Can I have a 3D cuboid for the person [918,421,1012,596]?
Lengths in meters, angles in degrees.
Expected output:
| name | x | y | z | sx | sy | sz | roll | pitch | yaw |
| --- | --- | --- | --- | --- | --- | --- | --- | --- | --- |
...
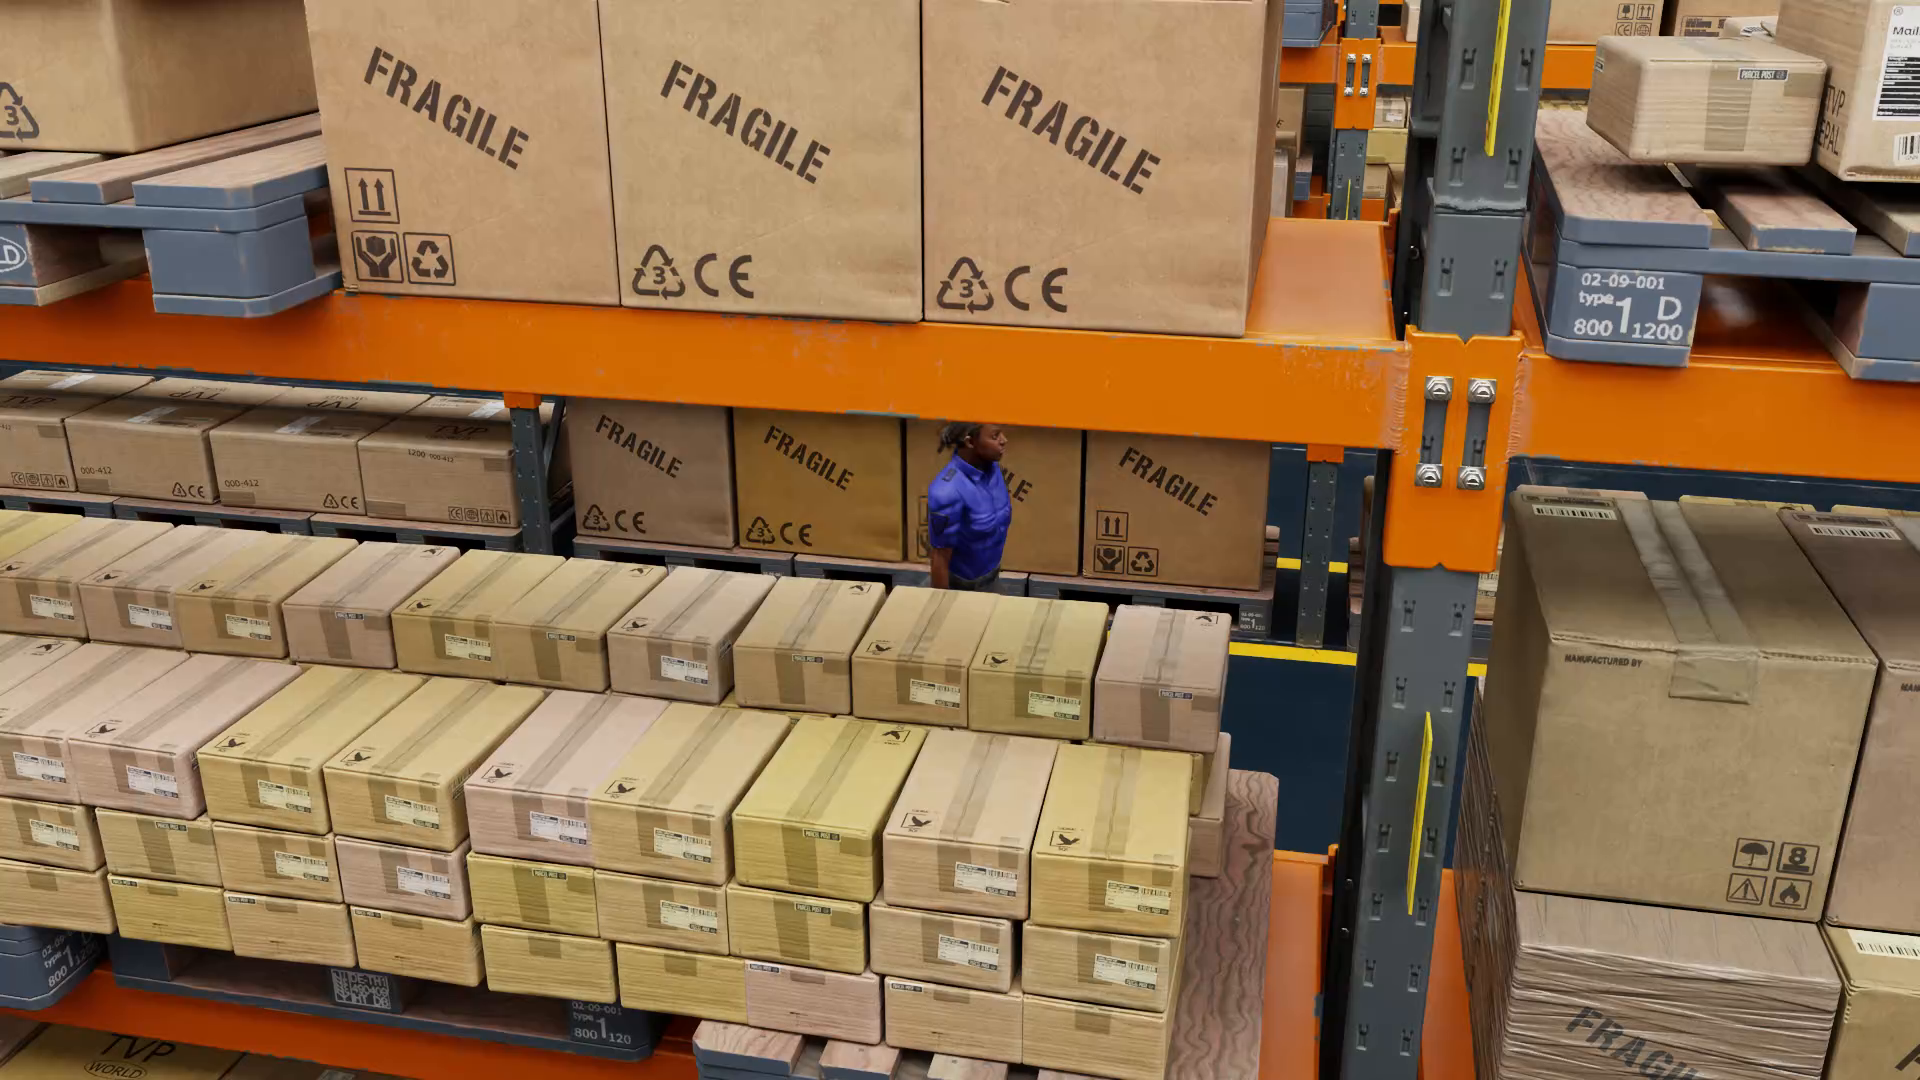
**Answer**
| name | x | y | z | sx | sy | sz | roll | pitch | yaw |
| --- | --- | --- | --- | --- | --- | --- | --- | --- | --- |
| person | 0.087 | 0.219 | 6.518 | 0.778 | 1.629 | 0.654 | 13 | 25 | 30 |
